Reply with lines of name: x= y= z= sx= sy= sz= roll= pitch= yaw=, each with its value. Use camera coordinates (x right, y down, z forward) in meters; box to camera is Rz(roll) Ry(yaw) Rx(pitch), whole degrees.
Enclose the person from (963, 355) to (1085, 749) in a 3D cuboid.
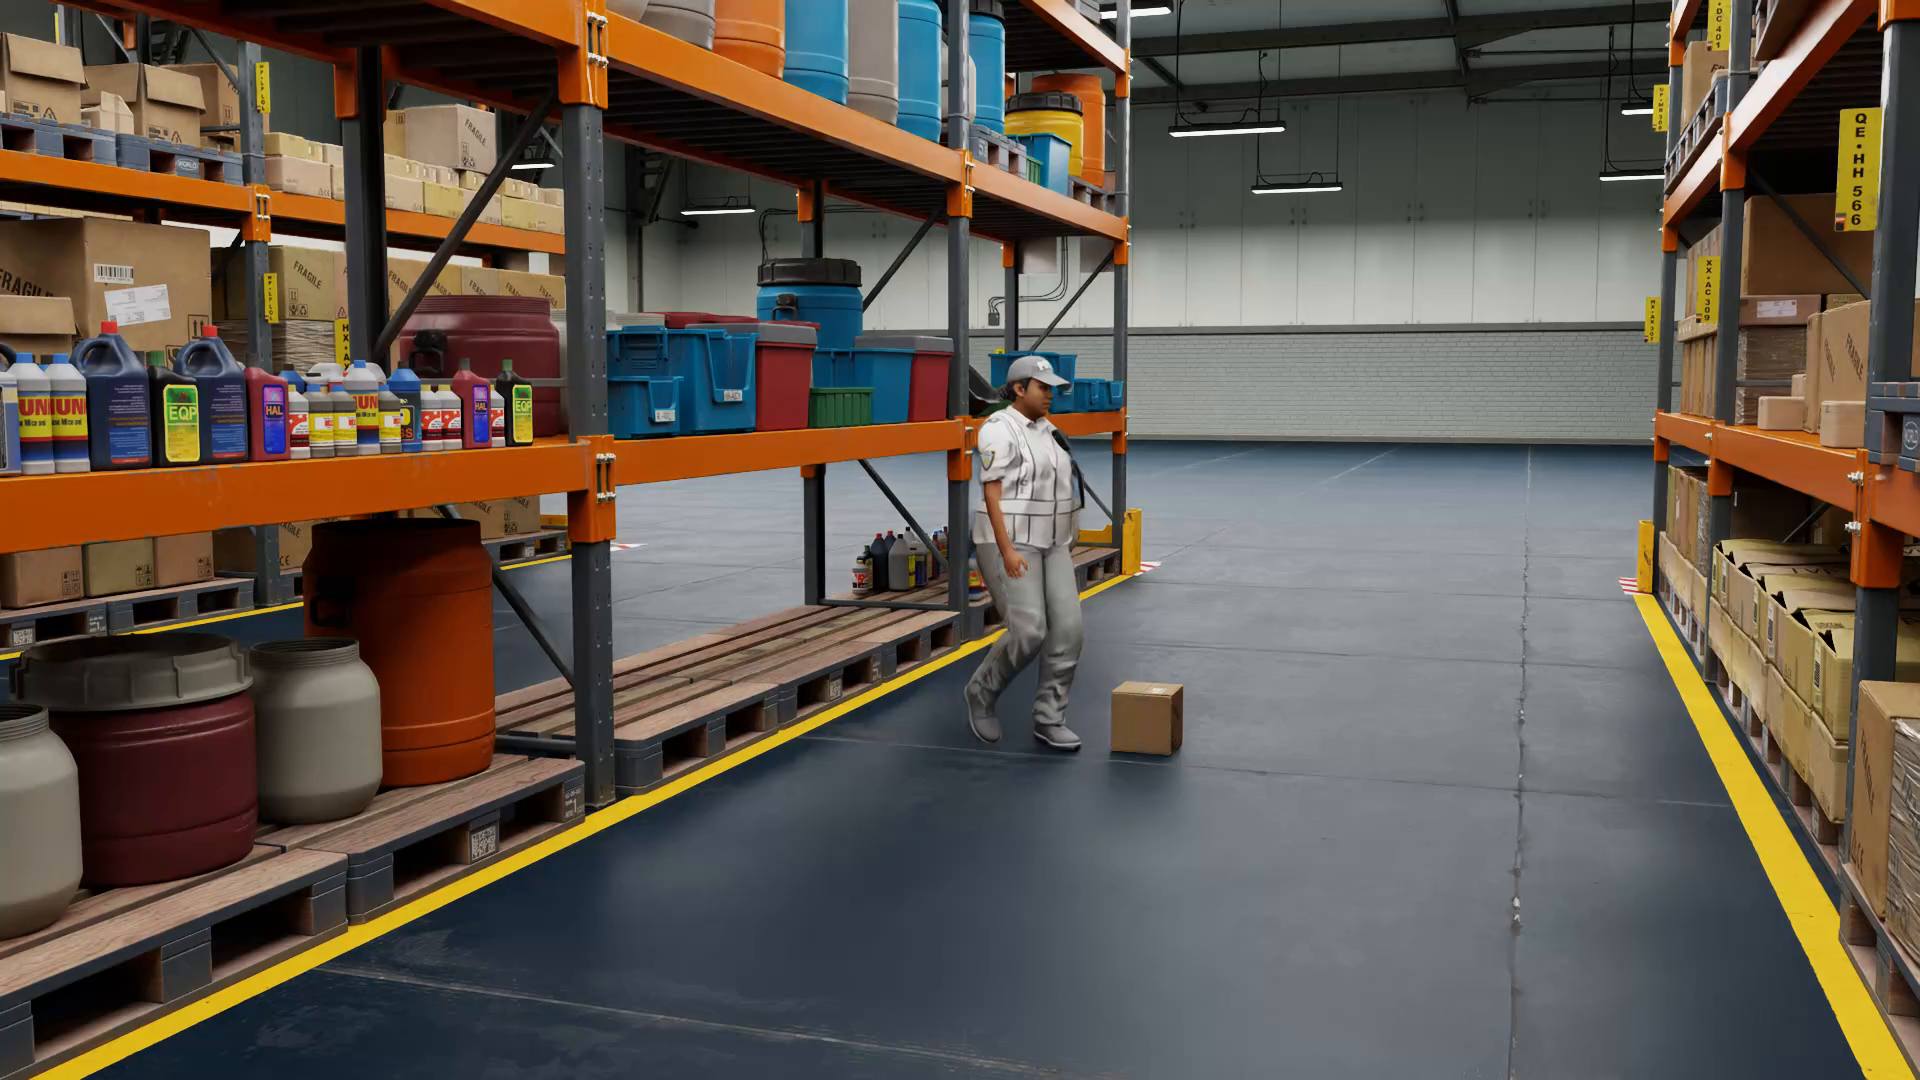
person: x=0.311 y=0.047 z=6.997 sx=0.540 sy=1.641 sz=0.486 roll=5 pitch=7 yaw=45
